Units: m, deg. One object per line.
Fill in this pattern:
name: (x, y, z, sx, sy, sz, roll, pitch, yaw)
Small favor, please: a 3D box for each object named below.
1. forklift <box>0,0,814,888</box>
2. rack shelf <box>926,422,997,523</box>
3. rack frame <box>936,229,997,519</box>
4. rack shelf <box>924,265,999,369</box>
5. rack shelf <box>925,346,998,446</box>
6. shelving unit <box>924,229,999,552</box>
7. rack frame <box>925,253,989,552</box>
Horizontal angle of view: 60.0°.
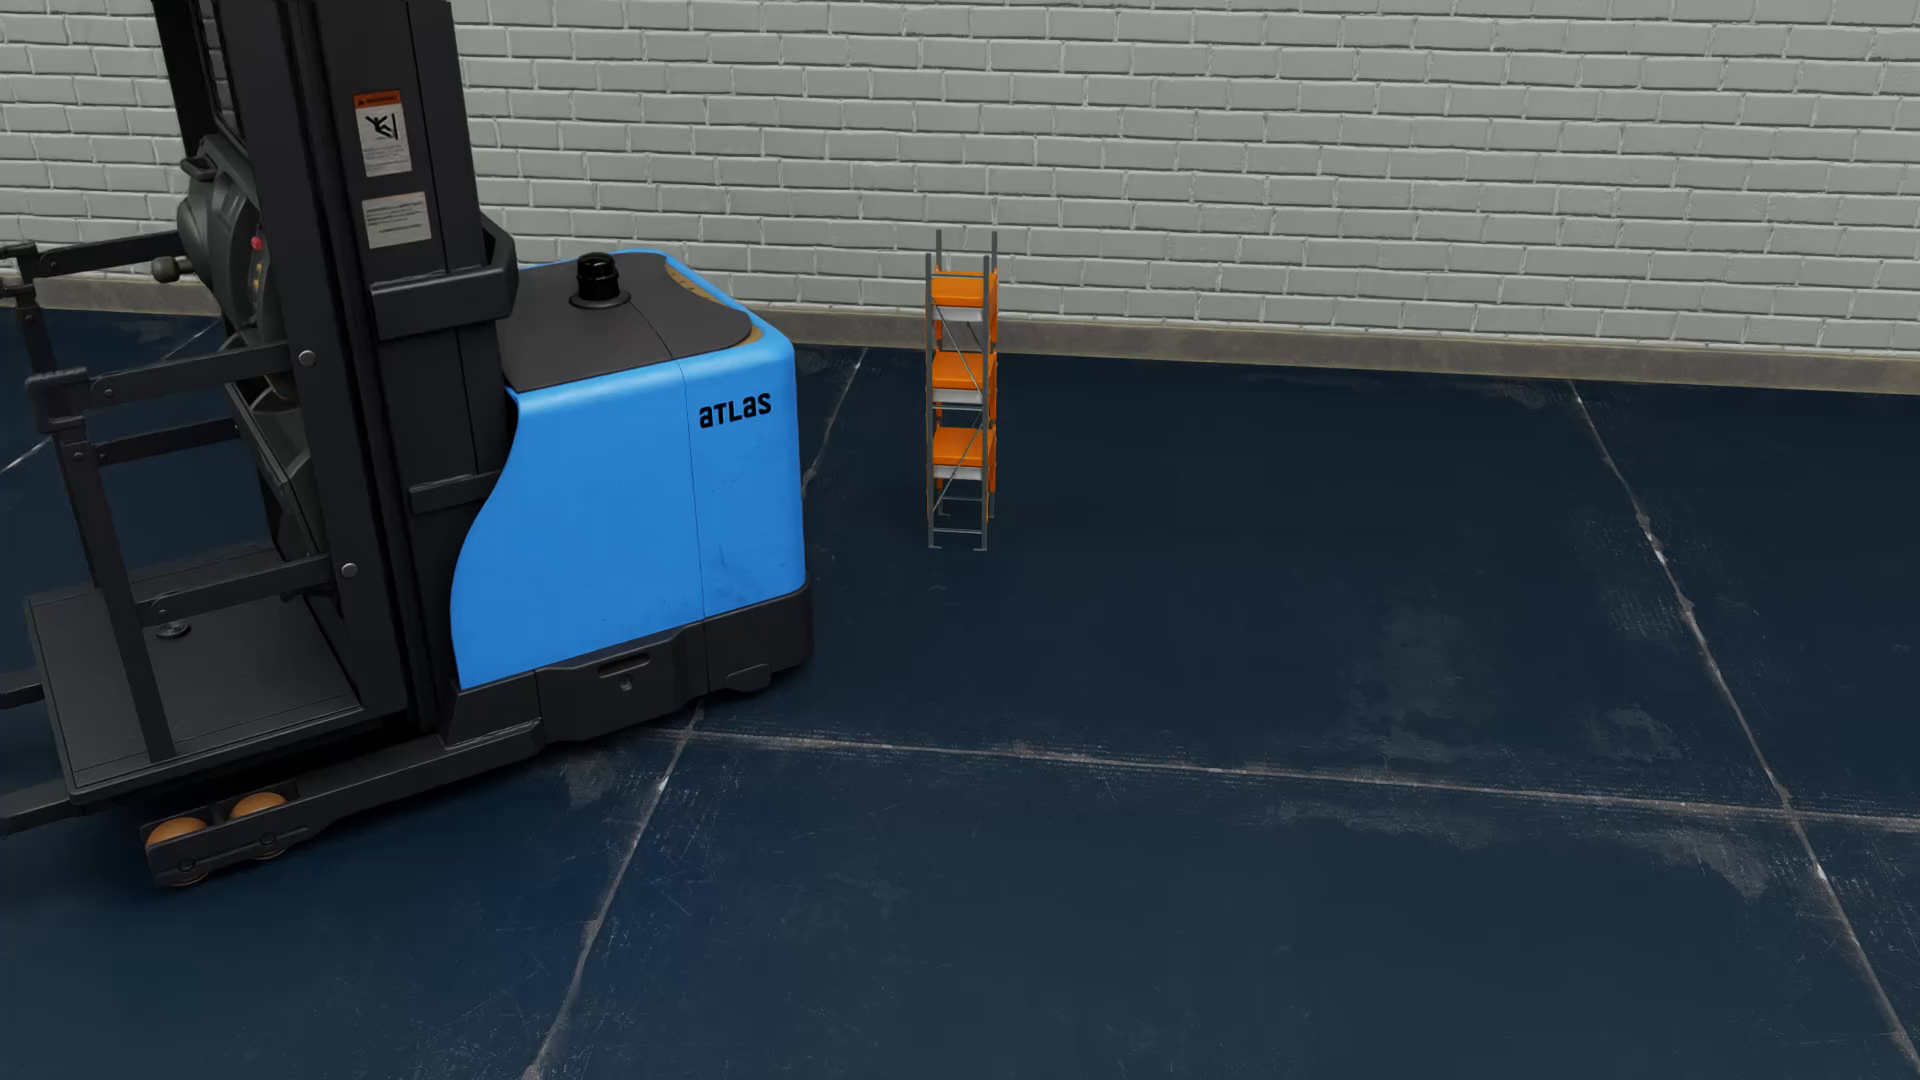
forklift: (-1.962, -0.715, 3.986, 3.031, 2.935, 1.130, -16, 32, -28)
rack shelf: (0.007, -0.233, 5.685, 0.215, 0.259, 0.240, 3, 28, 6)
rack frame: (0.022, -0.545, 5.654, 0.200, 1.050, 0.008, 3, 28, 6)
rack shelf: (0.007, -0.728, 5.418, 0.215, 0.259, 0.240, 3, 28, 6)
rack shelf: (0.007, -0.478, 5.553, 0.215, 0.259, 0.240, 3, 28, 6)
shelving unit: (0.007, -0.487, 5.548, 0.215, 1.050, 0.252, 3, 28, 6)
rack frame: (-0.008, -0.430, 5.441, 0.200, 1.050, 0.008, 3, 28, 6)
